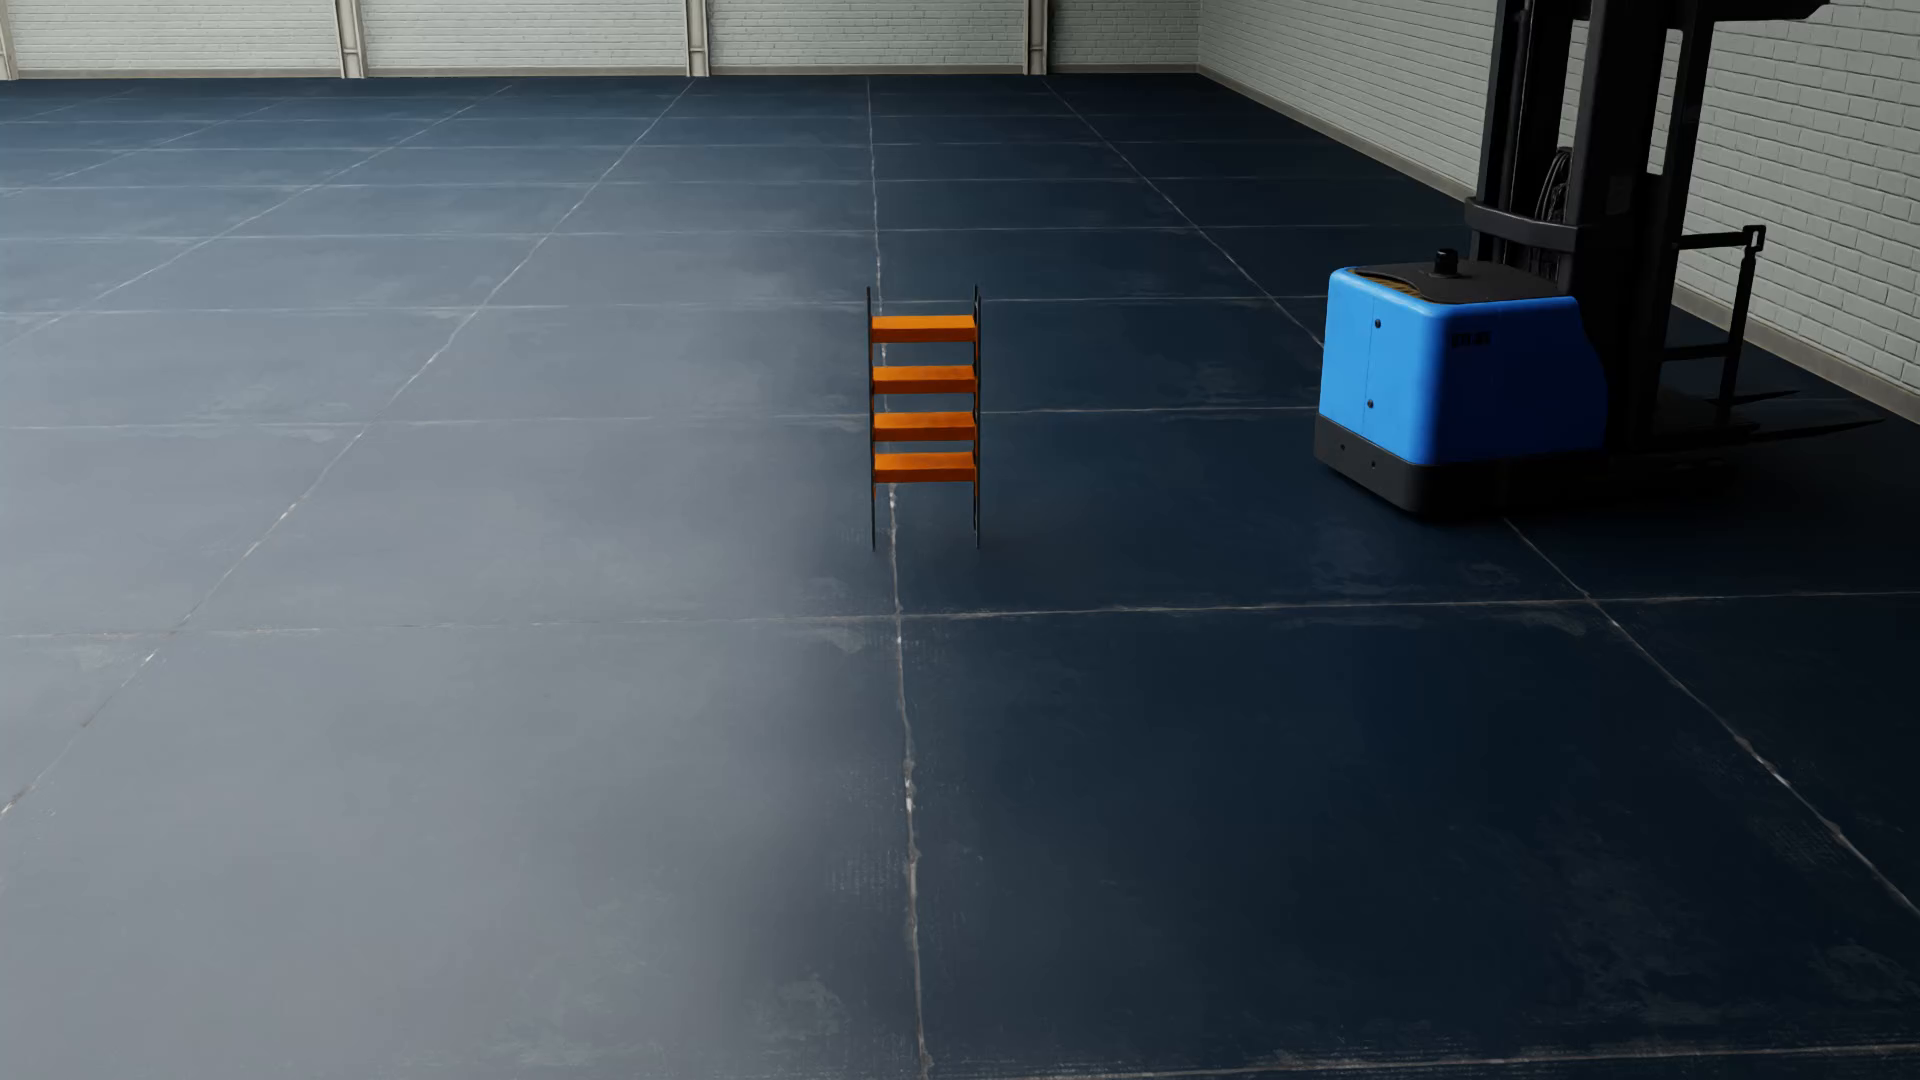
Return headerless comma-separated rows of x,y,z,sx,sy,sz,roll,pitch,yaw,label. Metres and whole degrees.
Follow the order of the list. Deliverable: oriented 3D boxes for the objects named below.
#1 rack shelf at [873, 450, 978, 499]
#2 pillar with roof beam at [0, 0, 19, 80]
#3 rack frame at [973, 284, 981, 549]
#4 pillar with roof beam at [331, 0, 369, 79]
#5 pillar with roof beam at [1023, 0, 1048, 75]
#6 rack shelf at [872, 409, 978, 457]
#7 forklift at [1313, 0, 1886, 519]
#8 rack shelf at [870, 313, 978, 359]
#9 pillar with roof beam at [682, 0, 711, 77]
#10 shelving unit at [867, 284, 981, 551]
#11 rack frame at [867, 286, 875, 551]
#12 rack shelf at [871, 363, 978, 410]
-0.165,-0.309,7.762,0.480,0.148,0.258,-1,21,-3,rack shelf
-16.381,-10.689,23.316,0.400,9.000,9.100,-1,21,-3,pillar with roof beam
0.078,-0.562,7.680,0.015,1.200,0.240,-1,21,-3,rack frame
-10.391,-10.810,23.636,0.400,9.000,9.100,-1,21,-3,pillar with roof beam
1.589,-11.054,24.277,0.400,9.000,9.100,-1,21,-3,pillar with roof beam
-0.165,-0.495,7.691,0.480,0.148,0.258,-1,21,-3,rack shelf
3.458,-1.763,8.401,3.031,2.935,1.130,-6,22,-17,forklift
-0.165,-0.925,7.527,0.480,0.148,0.258,-1,21,-3,rack shelf
-4.401,-10.932,23.956,0.400,9.000,9.100,-1,21,-3,pillar with roof beam
-0.165,-0.557,7.667,0.503,1.200,0.258,-1,21,-3,shelving unit
-0.409,-0.552,7.654,0.015,1.200,0.240,-1,21,-3,rack frame
-0.165,-0.704,7.611,0.480,0.148,0.258,-1,21,-3,rack shelf
